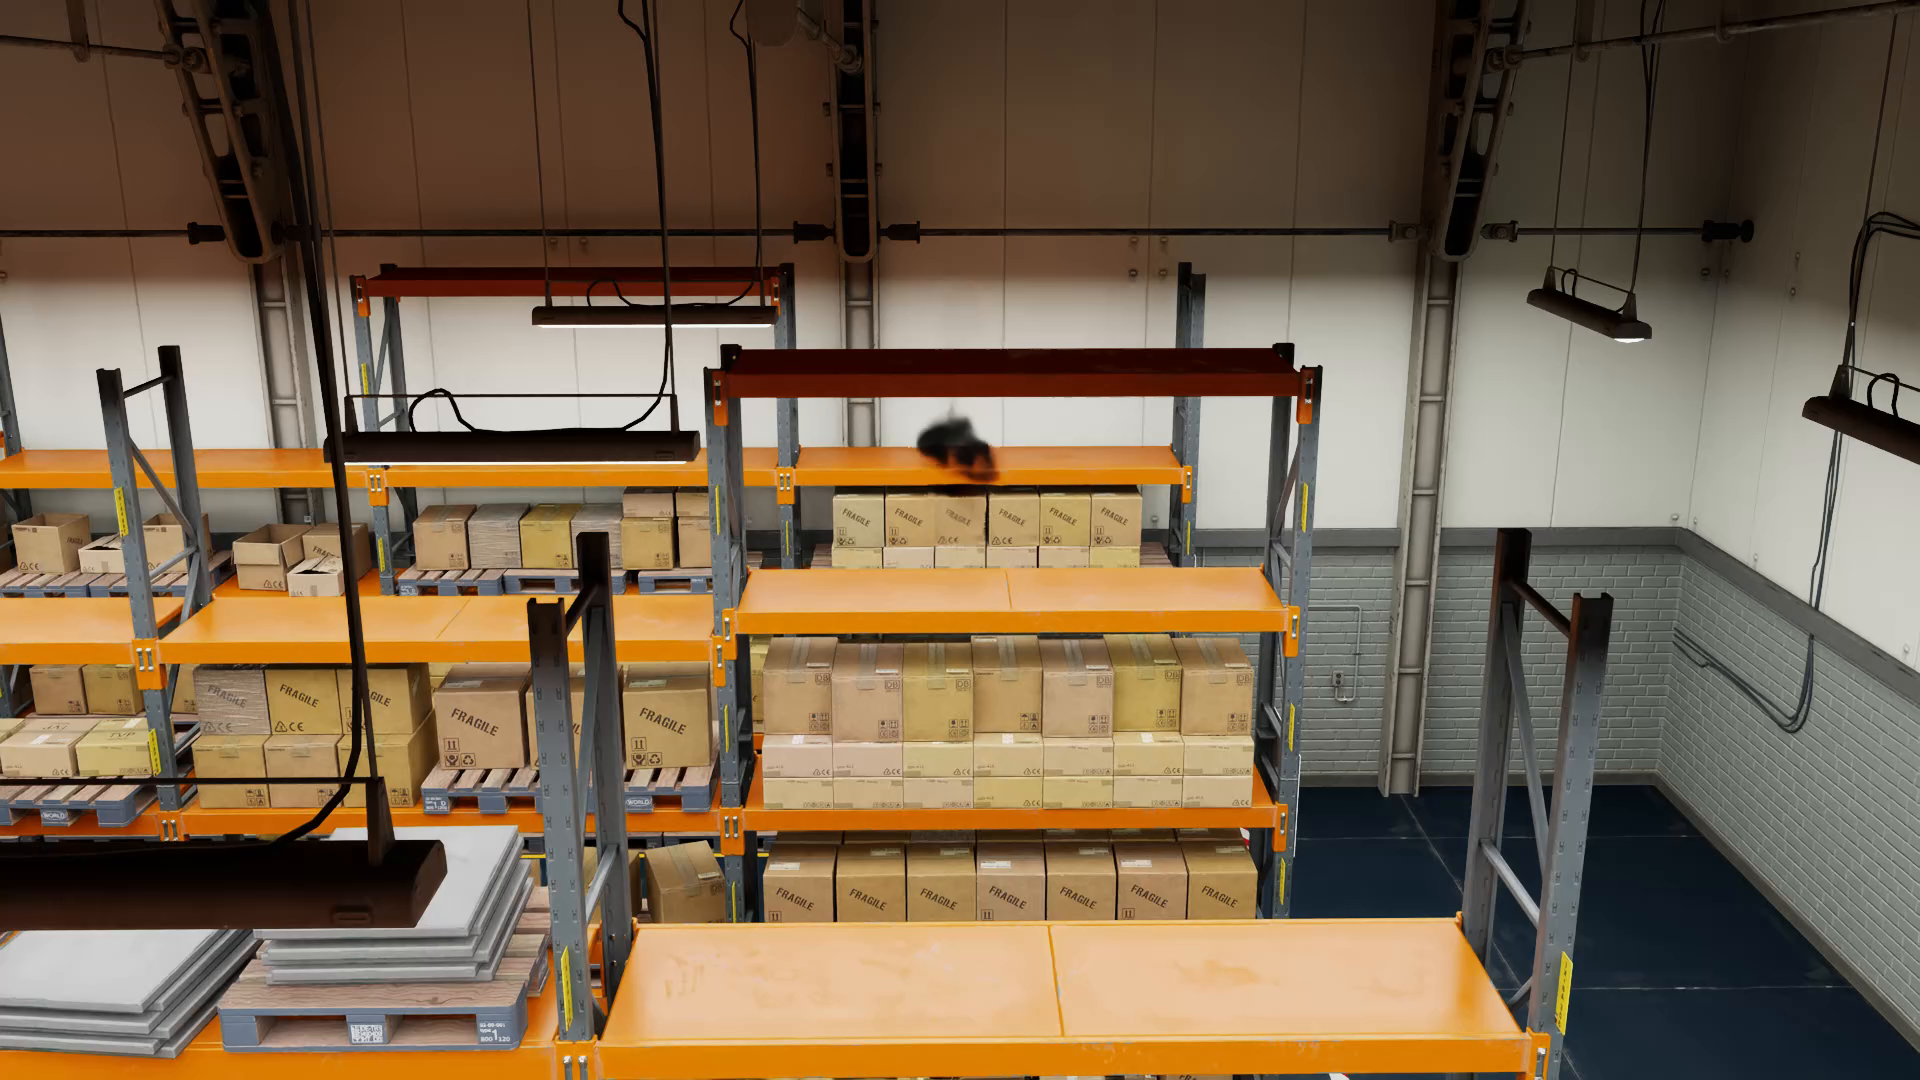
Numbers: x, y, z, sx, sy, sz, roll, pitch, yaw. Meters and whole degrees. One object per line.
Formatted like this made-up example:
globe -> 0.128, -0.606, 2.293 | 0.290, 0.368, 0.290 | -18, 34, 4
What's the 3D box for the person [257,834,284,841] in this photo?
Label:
person -> -6.322, 2.947, 15.551 | 0.906, 1.648, 0.603 | -3, 16, -9
